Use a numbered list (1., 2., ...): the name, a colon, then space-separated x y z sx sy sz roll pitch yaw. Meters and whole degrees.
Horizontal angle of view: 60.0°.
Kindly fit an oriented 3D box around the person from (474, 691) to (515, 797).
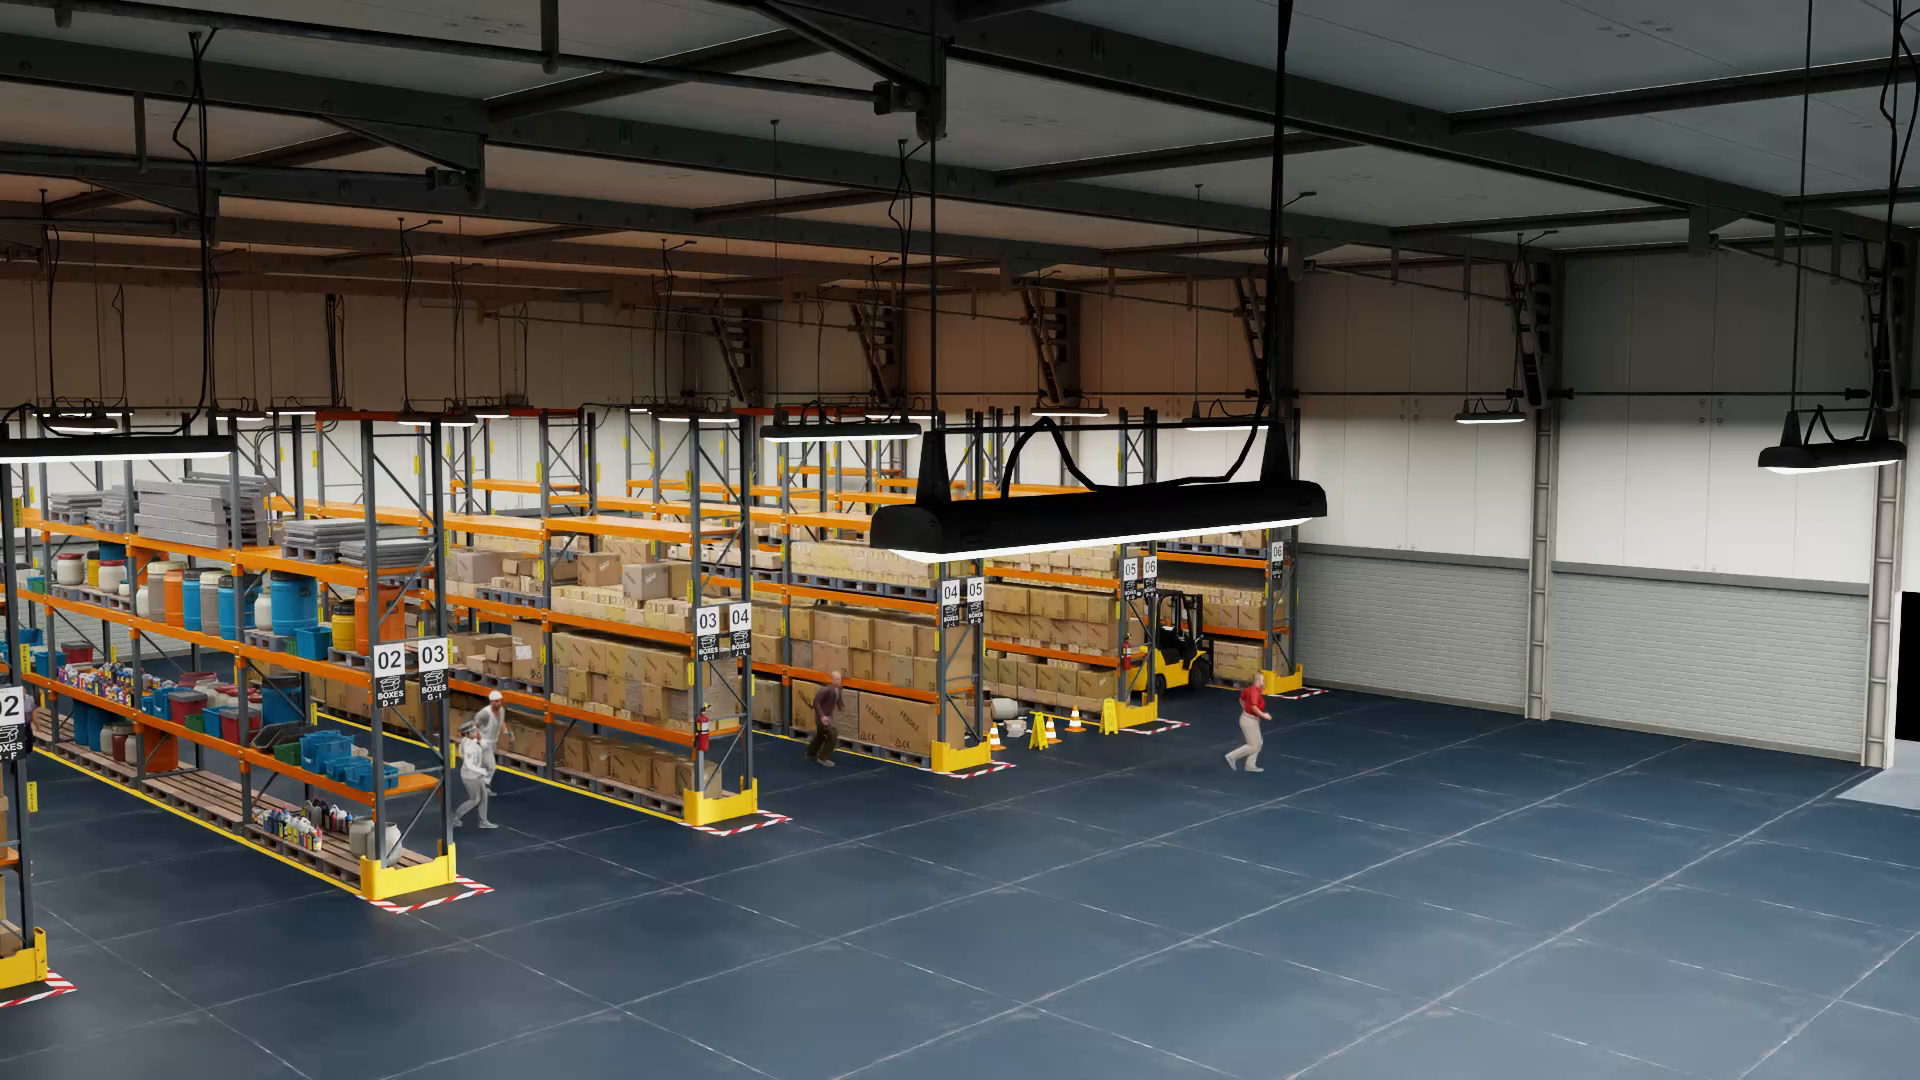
1. person: -7.445 3.176 26.118 0.885 1.699 0.679 2 5 18

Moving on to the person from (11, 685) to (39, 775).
1. person: -15.627 3.121 27.563 0.748 1.549 0.607 3 6 32

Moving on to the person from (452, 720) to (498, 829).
1. person: -7.002 3.394 23.852 0.702 1.656 0.624 -1 5 -16

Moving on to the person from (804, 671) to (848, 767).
1. person: -2.329 3.016 28.351 0.835 1.658 0.776 1 5 15

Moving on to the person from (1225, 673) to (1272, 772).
1. person: 4.797 3.054 27.723 0.771 1.677 0.663 0 5 -1
